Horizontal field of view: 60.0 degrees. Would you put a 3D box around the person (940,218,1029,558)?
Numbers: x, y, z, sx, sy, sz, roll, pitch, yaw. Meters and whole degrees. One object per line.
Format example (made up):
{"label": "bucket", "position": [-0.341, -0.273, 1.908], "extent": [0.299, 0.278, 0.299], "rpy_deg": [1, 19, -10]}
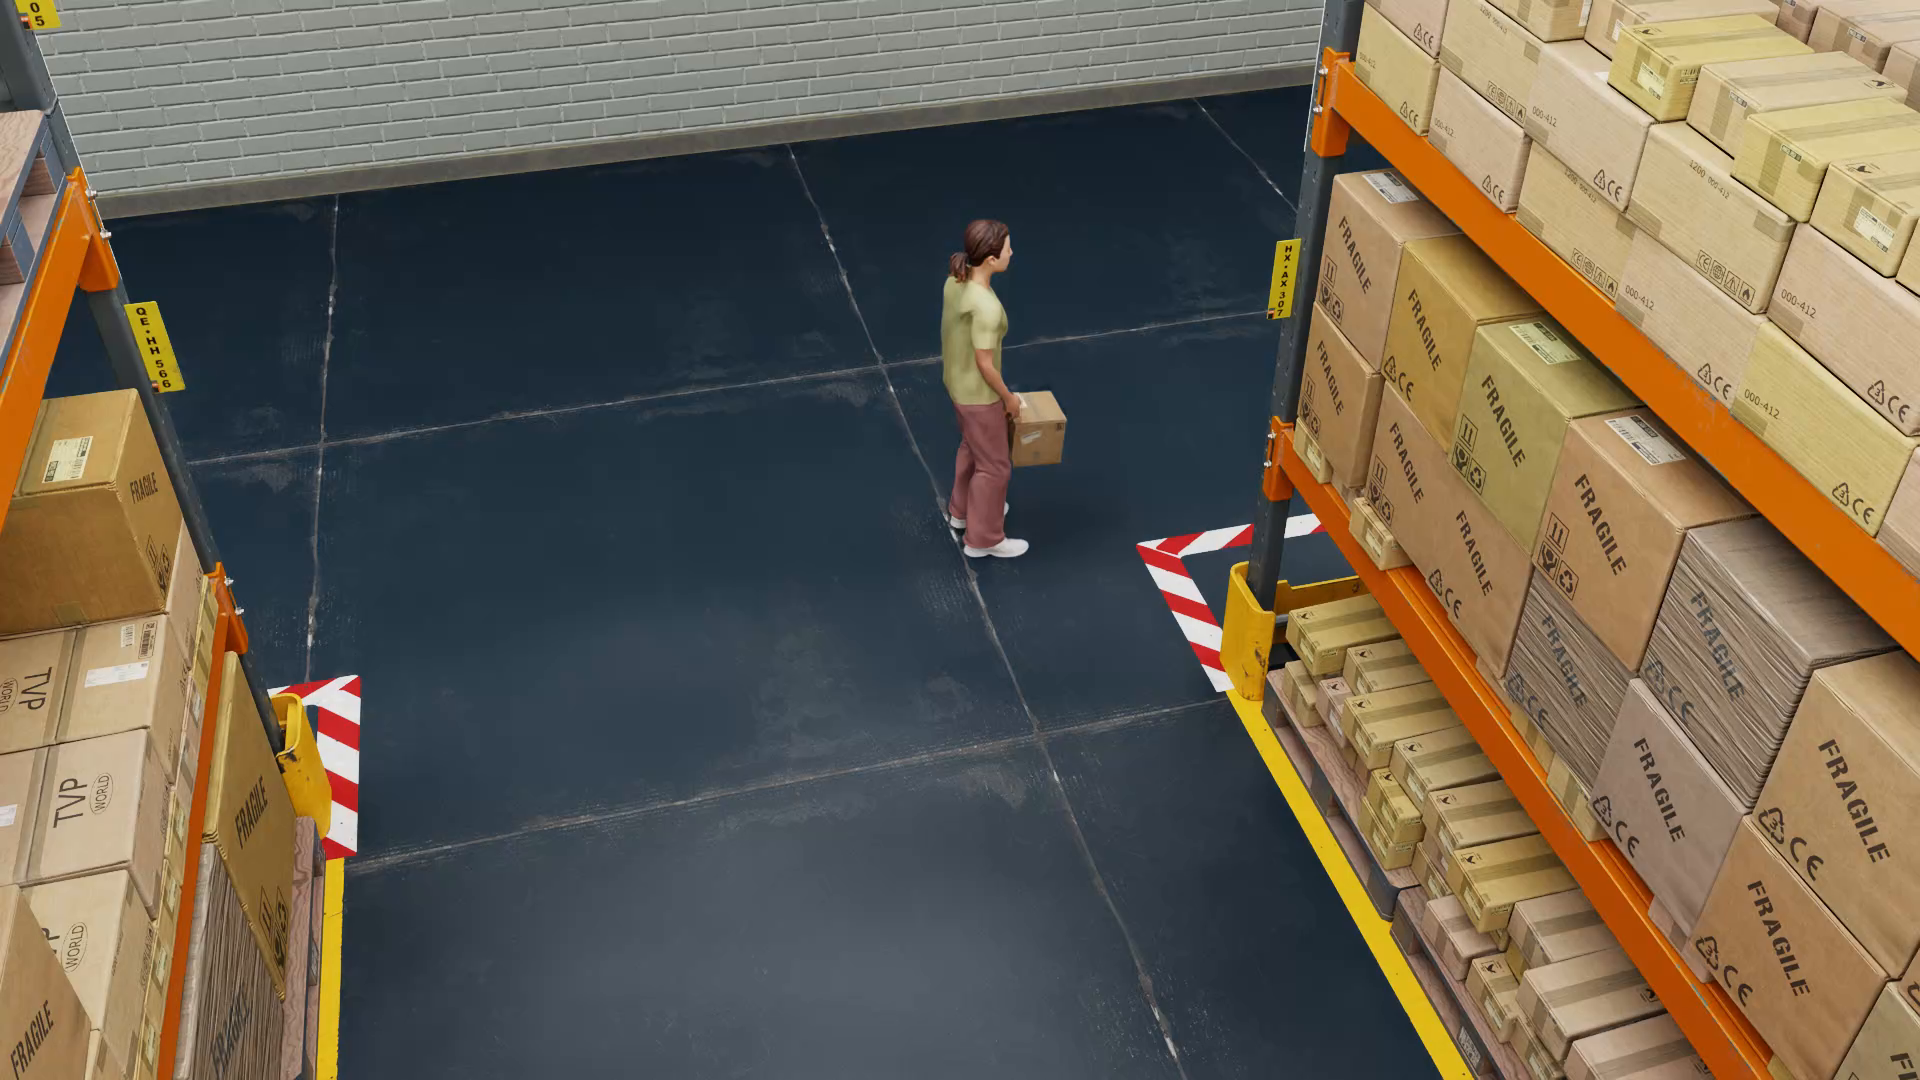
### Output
{"label": "person", "position": [0.103, -0.694, 7.590], "extent": [0.358, 1.676, 0.480], "rpy_deg": [-10, 39, -12]}
